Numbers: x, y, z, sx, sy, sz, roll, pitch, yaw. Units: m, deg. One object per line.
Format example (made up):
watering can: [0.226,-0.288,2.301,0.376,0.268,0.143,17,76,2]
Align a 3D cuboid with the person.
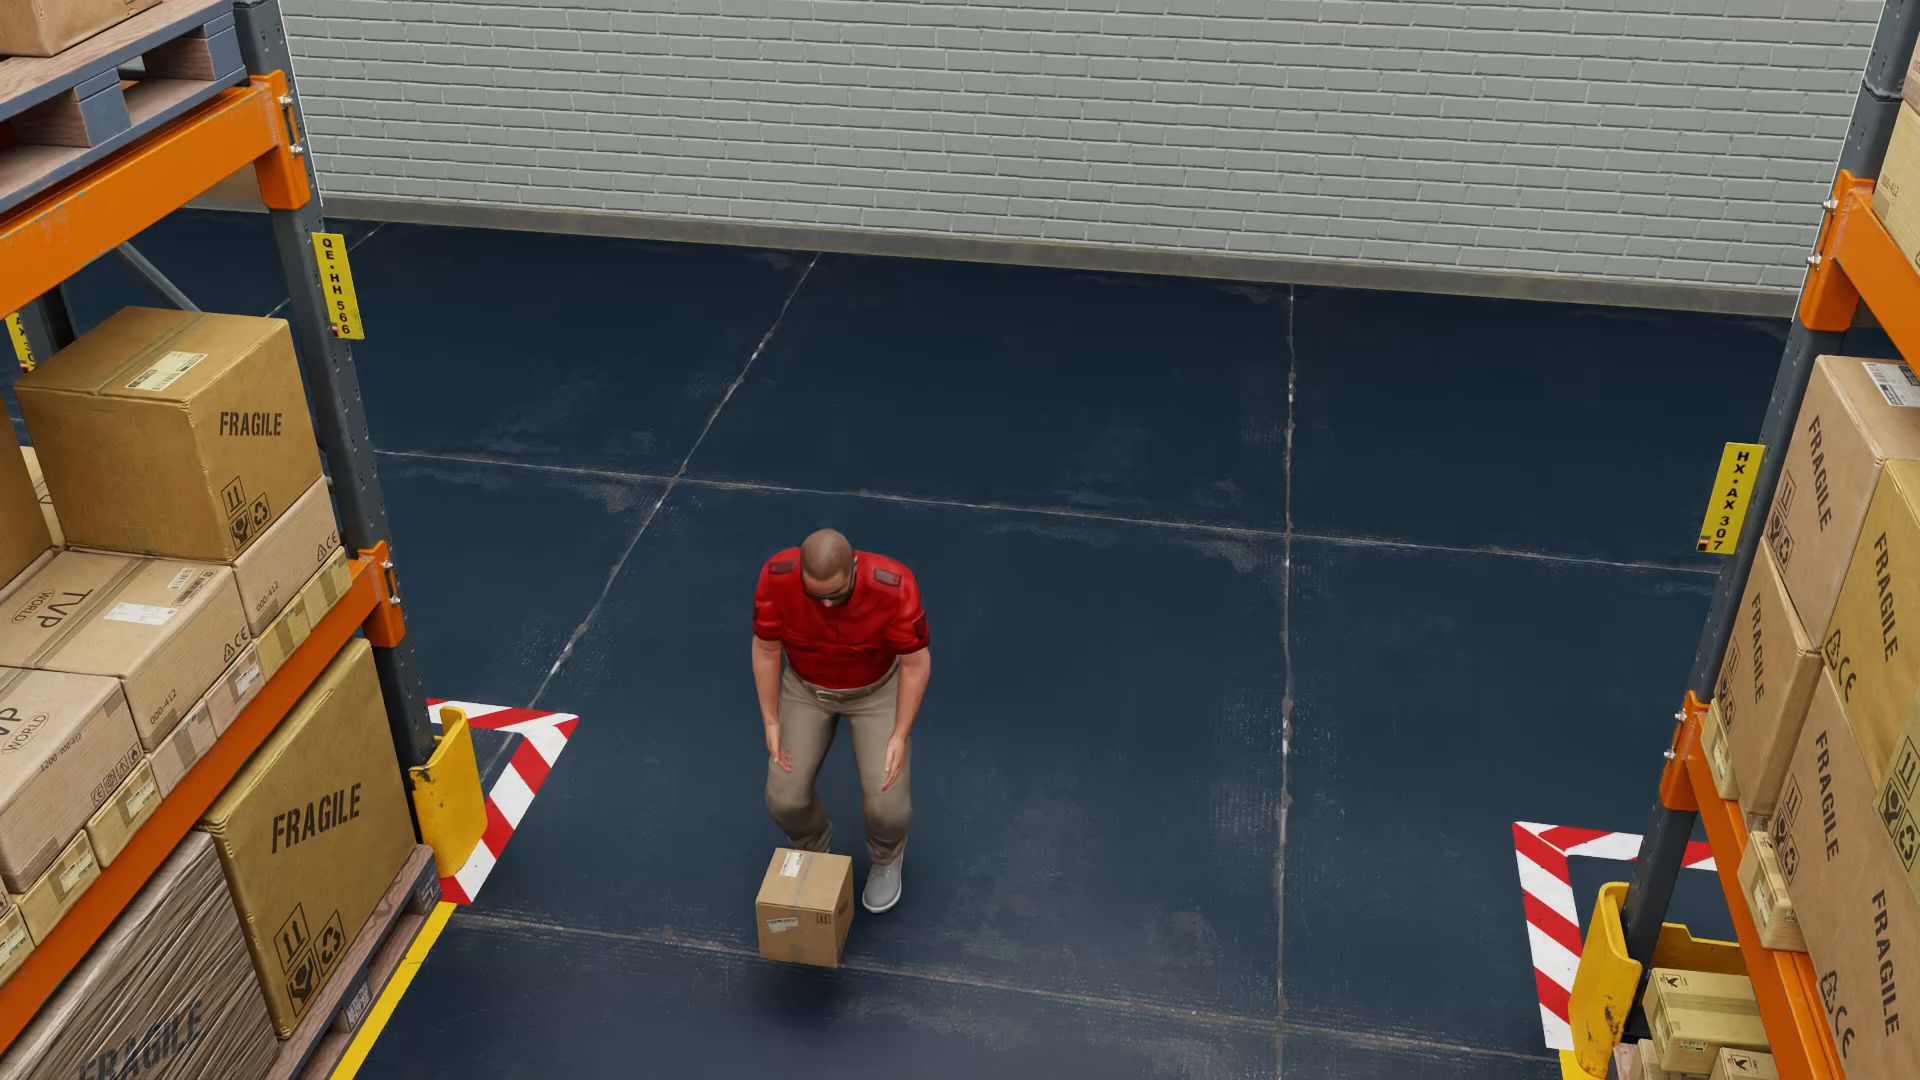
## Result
person: [-0.372,0.545,5.452,0.576,1.567,0.574,6,33,9]
